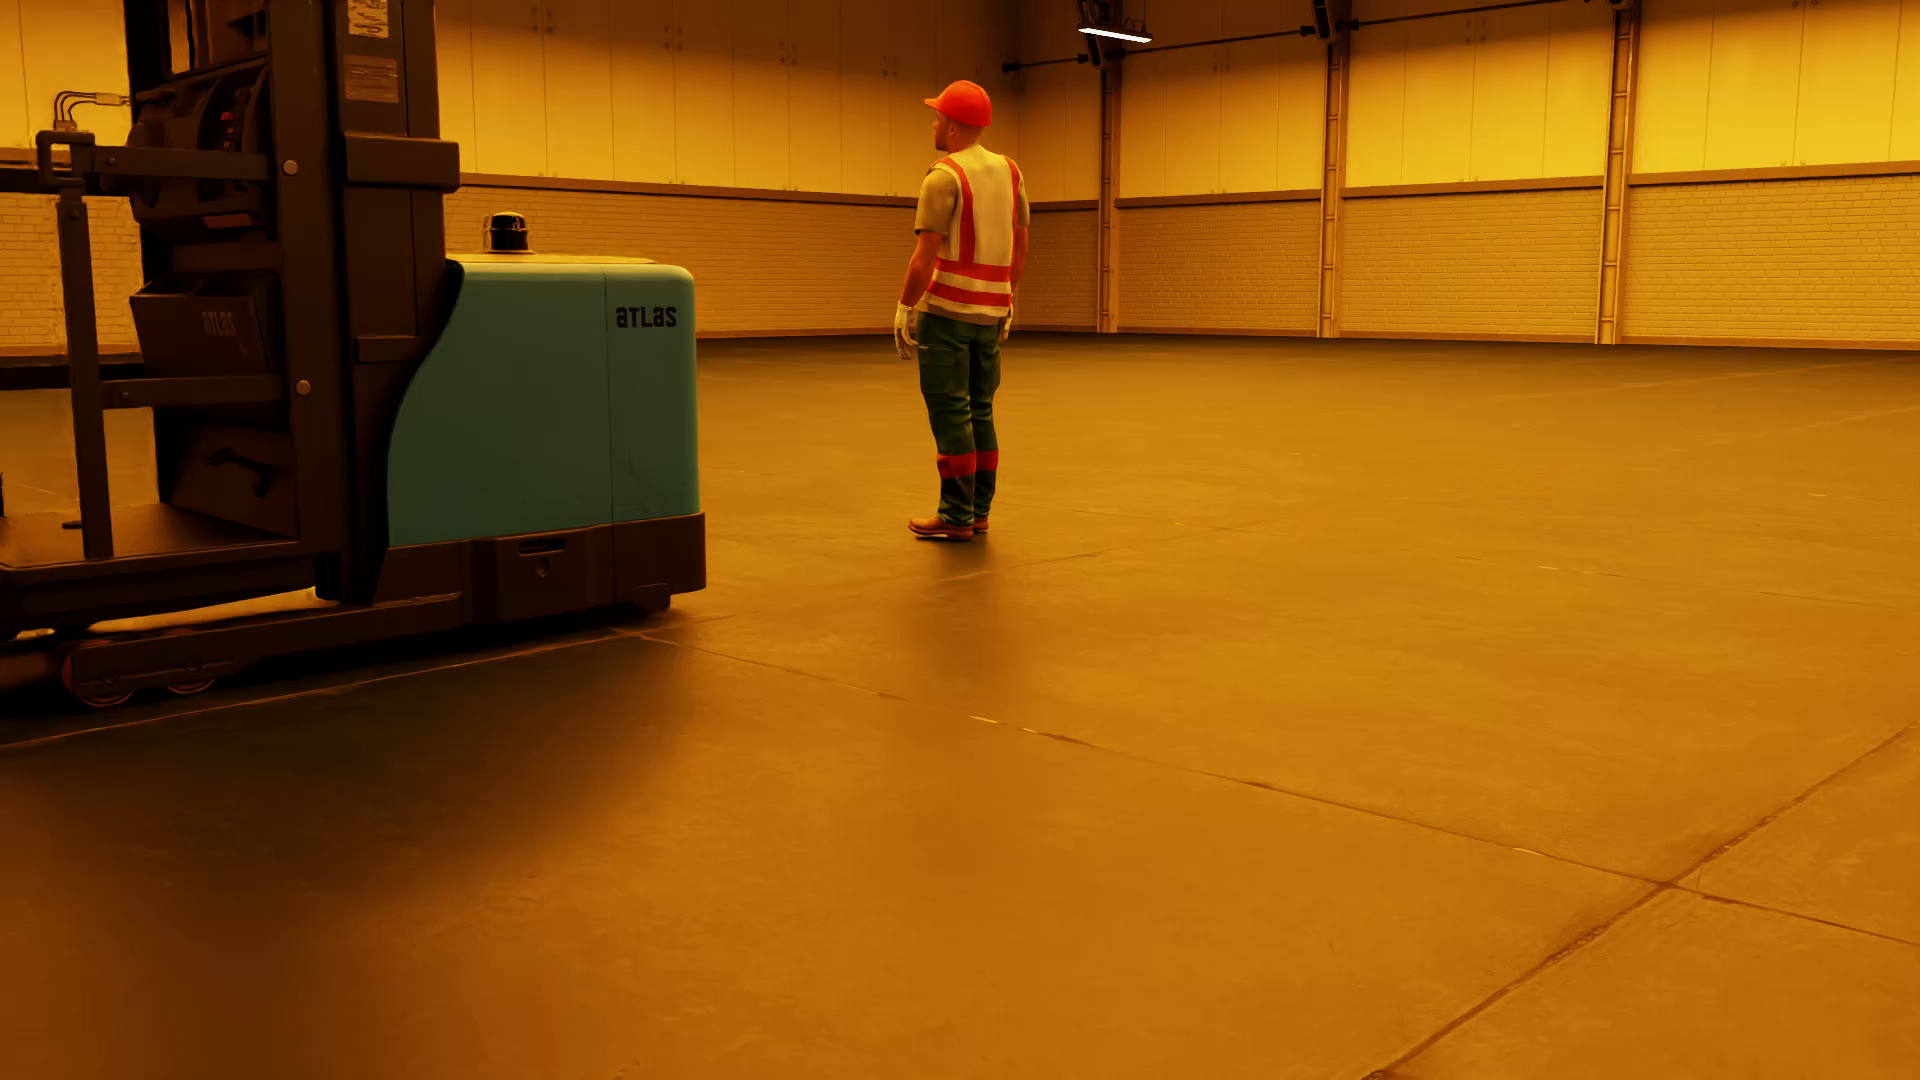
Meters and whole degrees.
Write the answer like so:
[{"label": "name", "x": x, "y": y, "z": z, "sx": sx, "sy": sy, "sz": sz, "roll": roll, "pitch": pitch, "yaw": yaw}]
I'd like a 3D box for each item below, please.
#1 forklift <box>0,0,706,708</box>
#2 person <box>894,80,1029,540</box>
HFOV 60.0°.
[{"label": "forklift", "x": -2.220, "y": -1.130, "z": 4.381, "sx": 3.031, "sy": 2.935, "sz": 1.130, "roll": -8, "pitch": 12, "yaw": -42}, {"label": "person", "x": -0.049, "y": -0.901, "z": 6.646, "sx": 0.564, "sy": 1.787, "sz": 0.638, "roll": 8, "pitch": 12, "yaw": 43}]
